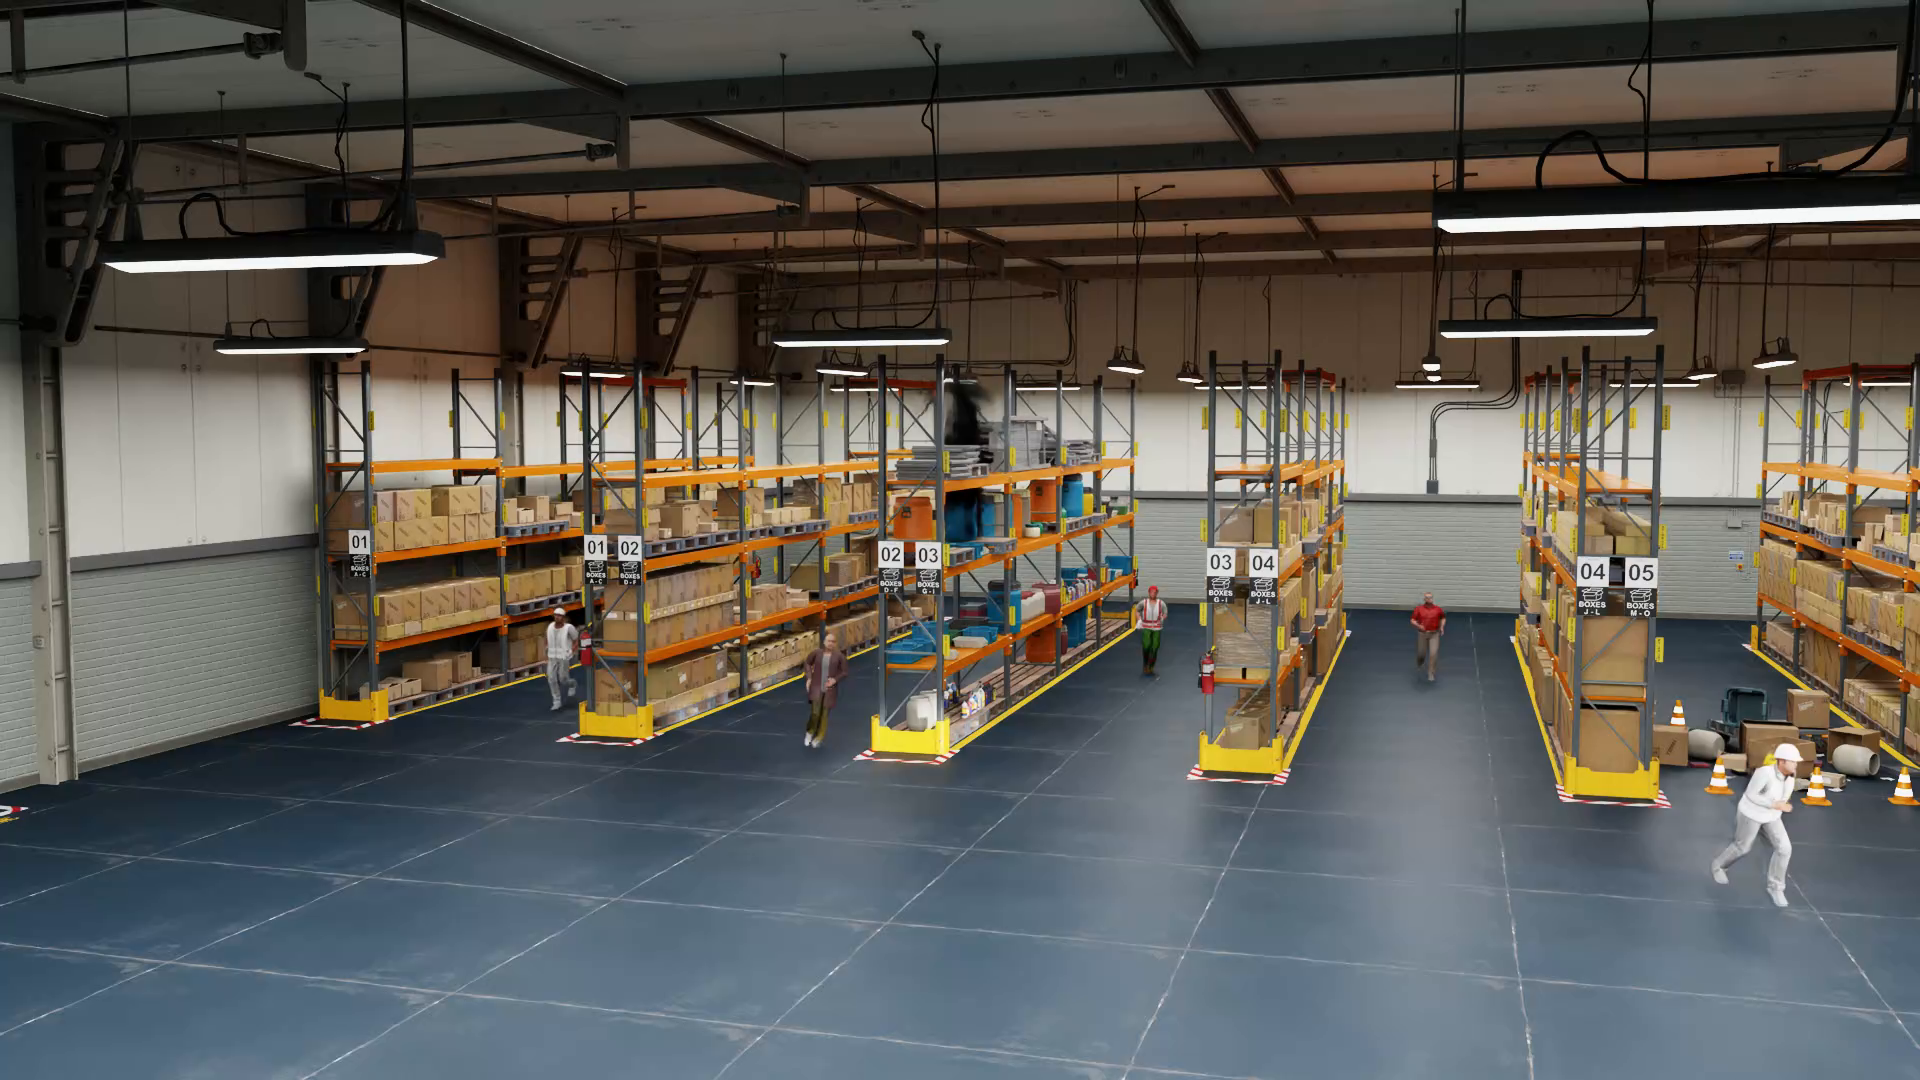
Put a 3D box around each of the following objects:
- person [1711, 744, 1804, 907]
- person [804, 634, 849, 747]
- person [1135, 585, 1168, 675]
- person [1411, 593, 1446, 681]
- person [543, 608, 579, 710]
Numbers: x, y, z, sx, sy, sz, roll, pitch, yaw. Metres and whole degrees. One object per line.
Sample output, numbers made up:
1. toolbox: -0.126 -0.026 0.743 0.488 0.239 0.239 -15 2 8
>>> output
1. person: 8.386 2.939 17.481 0.697 1.733 1.033 -2 5 -26
2. person: -2.055 2.316 25.513 0.691 1.746 0.638 0 4 -4
3. person: 3.776 1.778 32.732 0.633 1.773 0.674 0 4 1
4. person: 9.072 1.858 32.196 0.674 1.682 0.782 1 4 9
5. person: -6.988 2.061 29.081 0.681 1.759 0.778 1 4 10
